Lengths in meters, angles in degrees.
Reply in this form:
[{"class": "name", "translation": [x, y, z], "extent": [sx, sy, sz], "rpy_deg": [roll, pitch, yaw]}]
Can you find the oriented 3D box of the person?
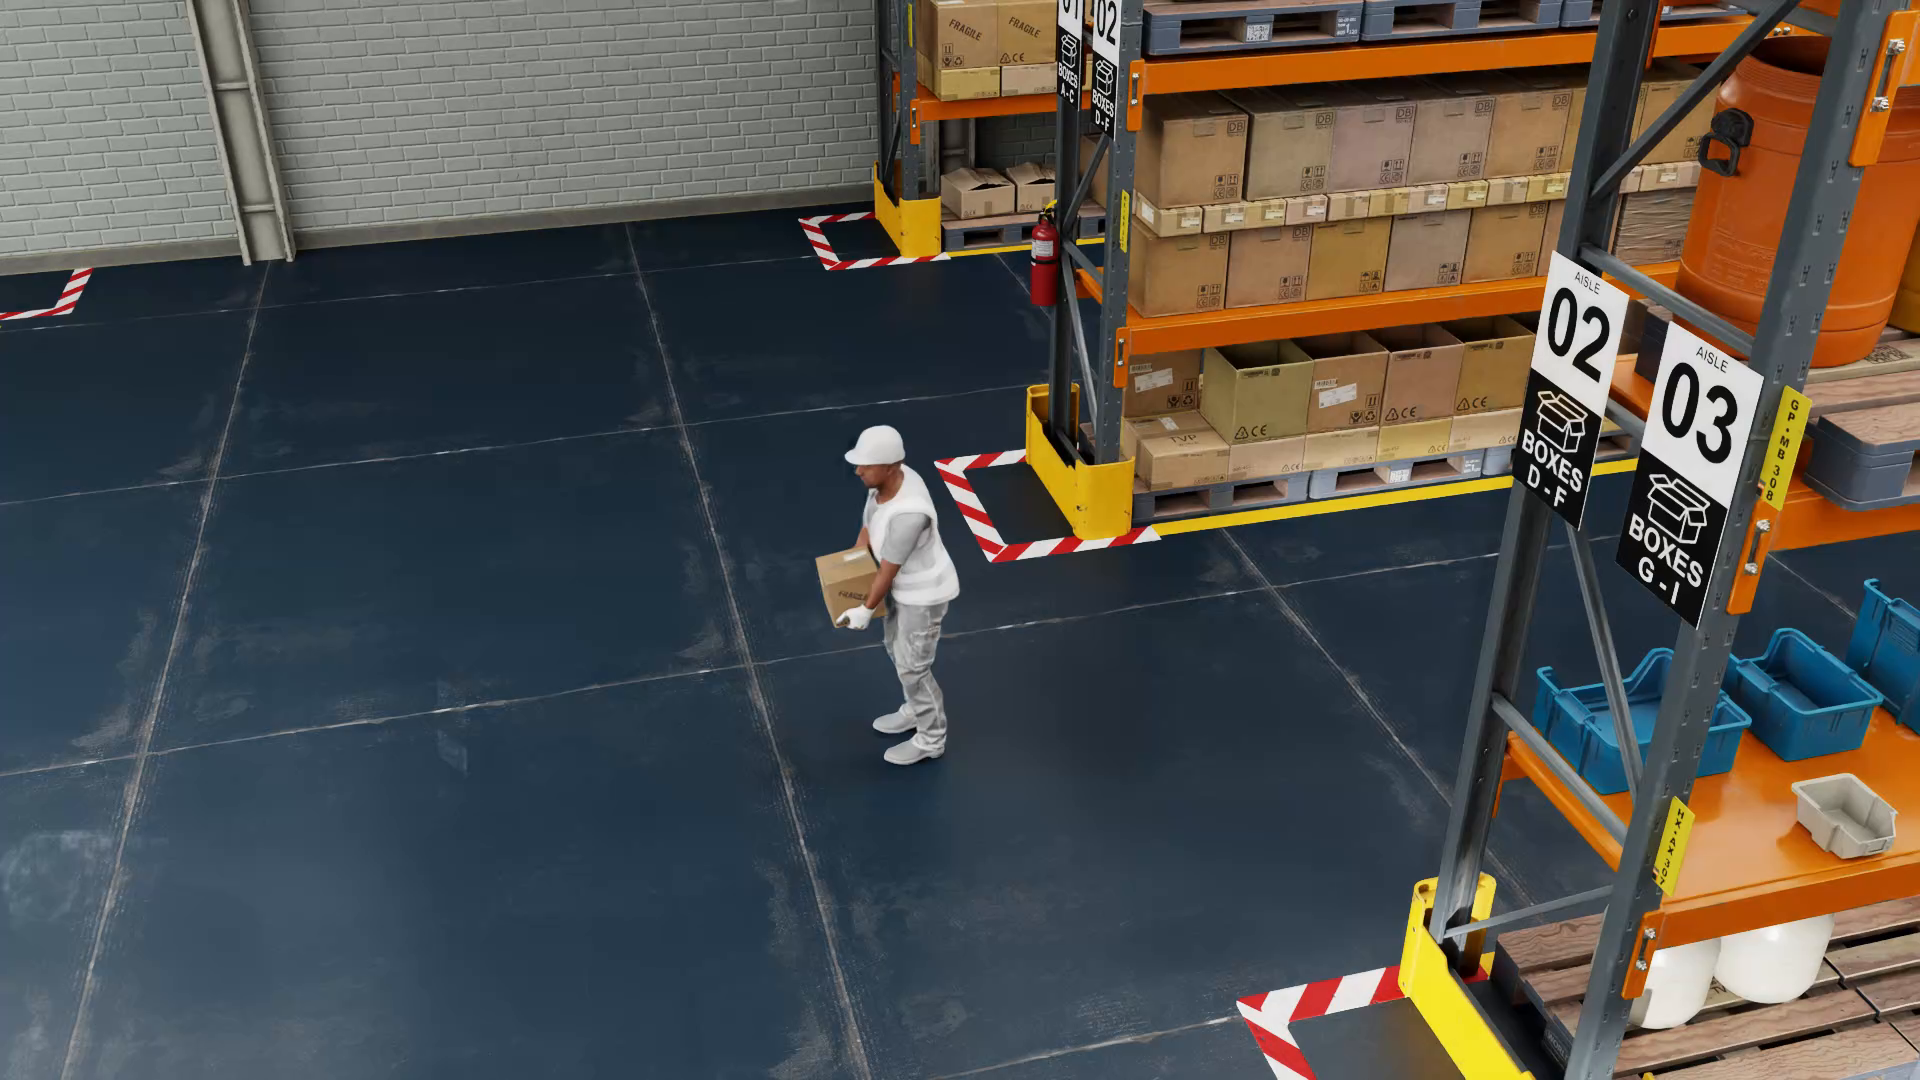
[{"class": "person", "translation": [-0.311, 0.254, 7.806], "extent": [0.603, 1.758, 0.490], "rpy_deg": [-8, 31, -13]}]
